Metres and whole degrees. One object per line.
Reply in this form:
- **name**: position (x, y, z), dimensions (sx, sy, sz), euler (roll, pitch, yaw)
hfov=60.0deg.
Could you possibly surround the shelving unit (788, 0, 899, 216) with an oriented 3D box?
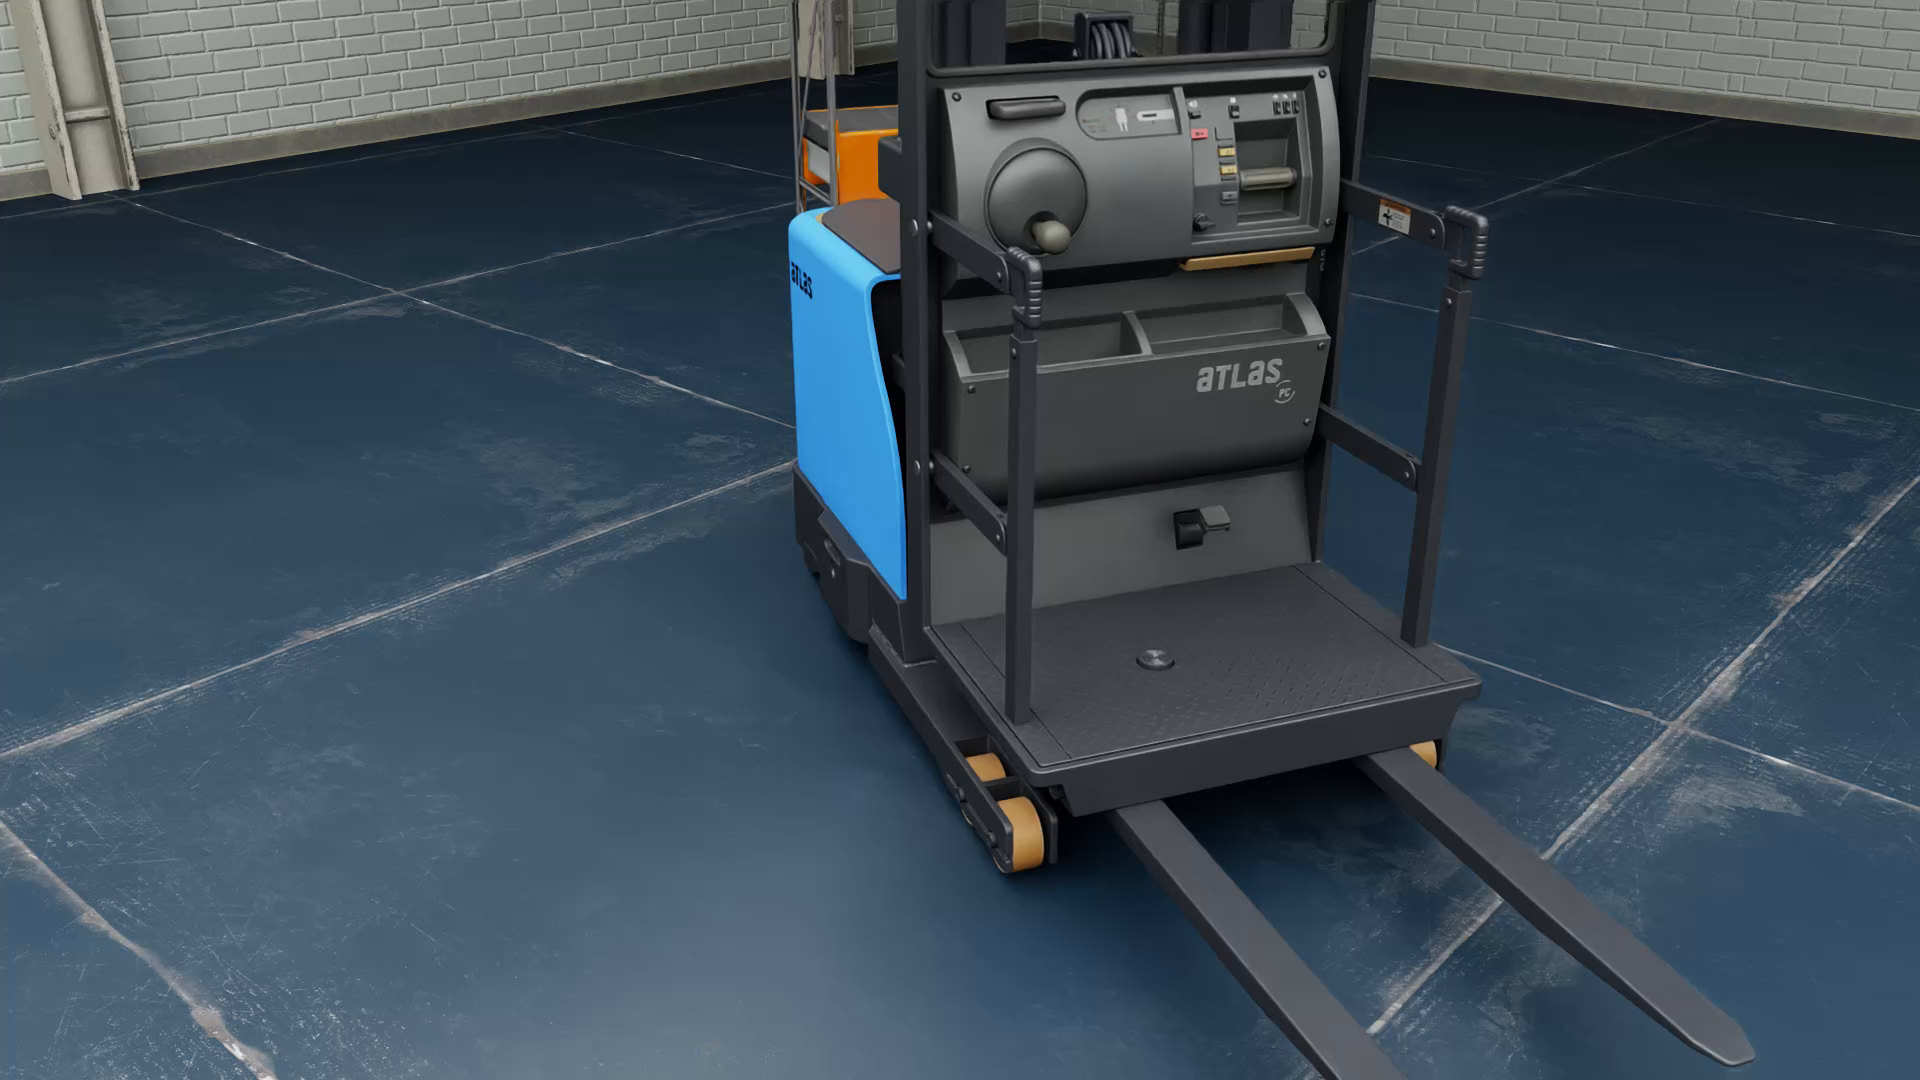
- **shelving unit**: position (-0.206, -1.083, 5.098), dimensions (0.503, 2.100, 0.431), euler (-9, 26, -19)

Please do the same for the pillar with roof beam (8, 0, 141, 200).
- **pillar with roof beam**: position (-1.925, -5.006, 5.415), dimensions (9.100, 9.000, 0.400), euler (20, 31, 38)

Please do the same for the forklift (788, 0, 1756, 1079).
- **forklift**: position (0.490, -0.802, 3.456), dimensions (1.130, 2.935, 3.031), euler (-9, 26, -19)

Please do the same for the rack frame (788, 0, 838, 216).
- **rack frame**: position (-0.433, -1.046, 5.017), dimensions (0.015, 2.100, 0.400), euler (-9, 26, -19)

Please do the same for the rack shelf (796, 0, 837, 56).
- **rack shelf**: position (-0.206, -1.709, 4.817), dimensions (0.480, 0.518, 0.431), euler (-9, 26, -19)

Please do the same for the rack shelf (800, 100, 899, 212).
- **rack shelf**: position (-0.206, -1.070, 5.104), dimensions (0.480, 0.518, 0.431), euler (-9, 26, -19)

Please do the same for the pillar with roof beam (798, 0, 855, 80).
- **pillar with roof beam**: position (2.079, -6.834, 9.492), dimensions (9.100, 9.000, 0.400), euler (20, 31, 38)
